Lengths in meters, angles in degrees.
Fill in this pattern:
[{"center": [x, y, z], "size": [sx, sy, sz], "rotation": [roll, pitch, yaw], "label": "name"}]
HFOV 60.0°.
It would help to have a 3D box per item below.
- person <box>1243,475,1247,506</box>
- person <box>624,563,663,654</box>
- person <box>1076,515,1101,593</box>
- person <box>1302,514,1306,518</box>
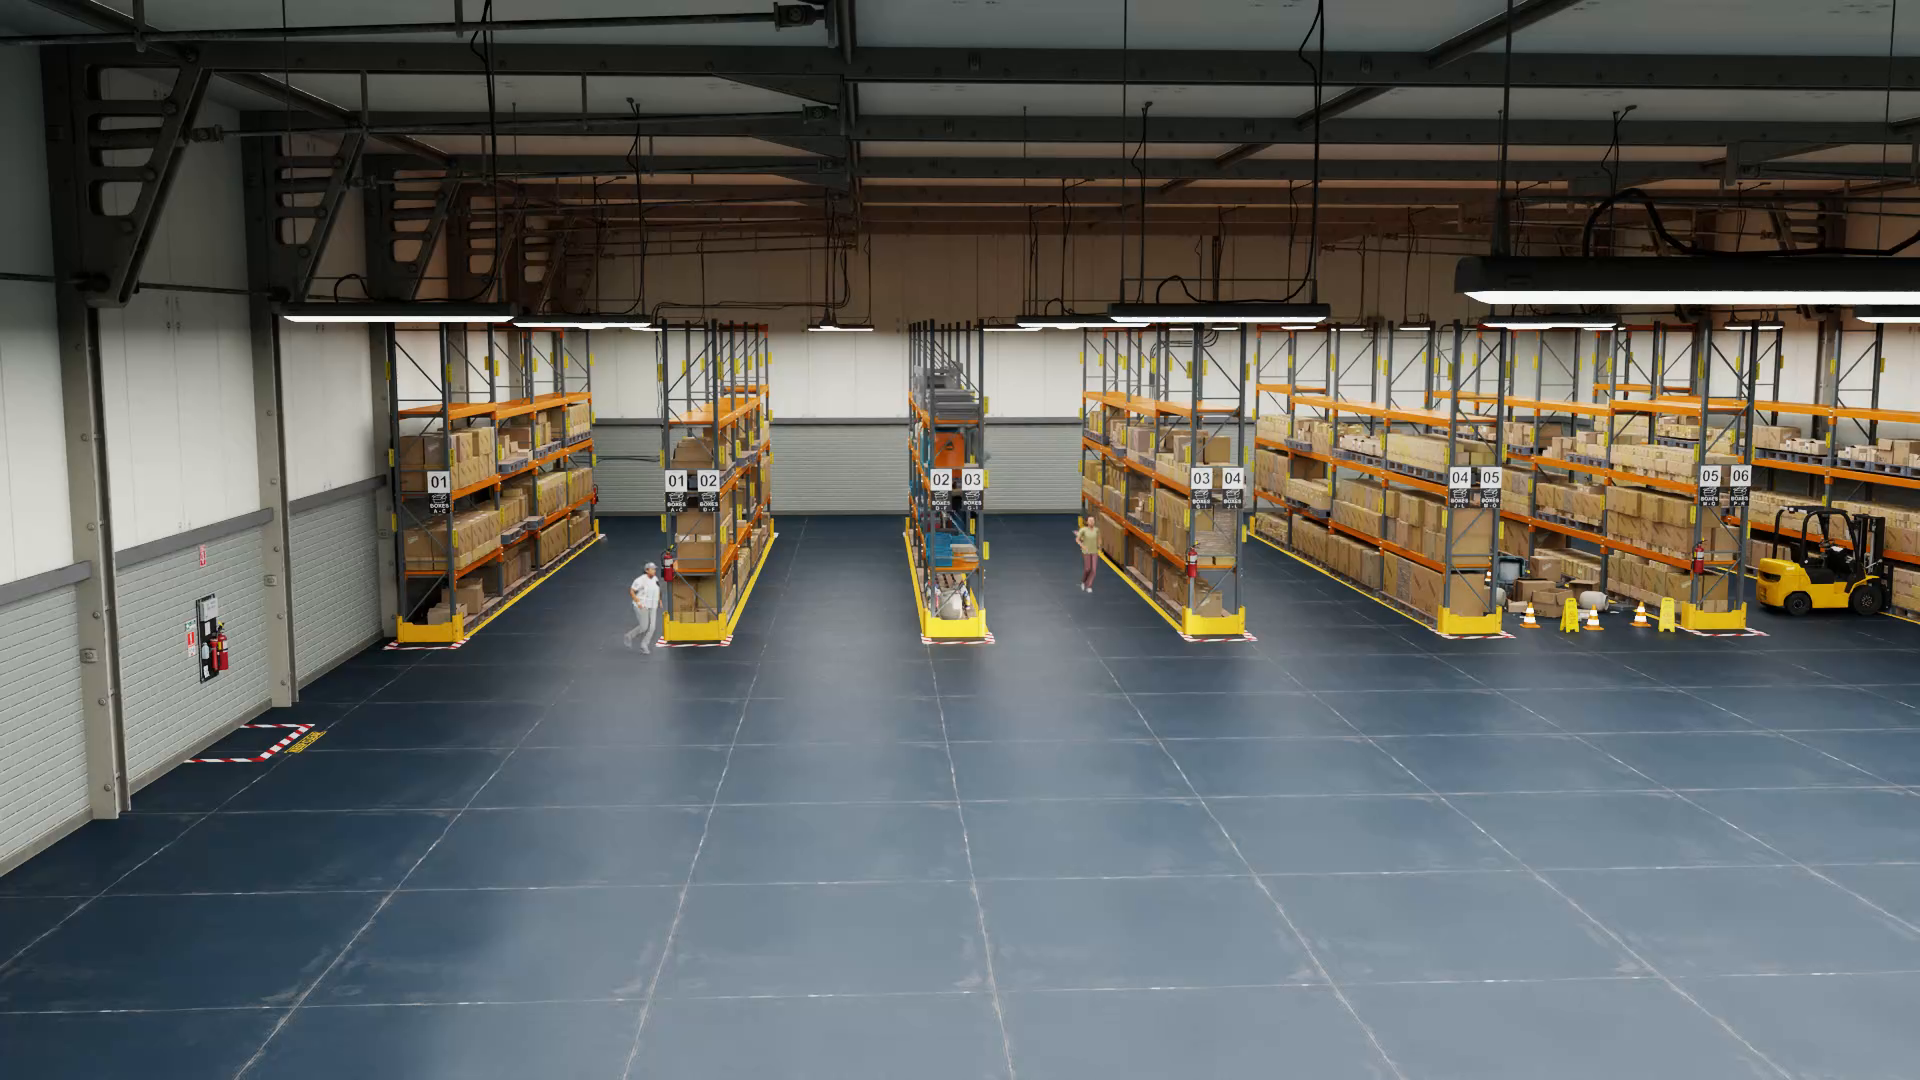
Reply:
[{"center": [8.162, -1.105, 48.758], "size": [0.499, 1.618, 0.599], "rotation": [-4, 8, -30], "label": "person"}, {"center": [-5.695, 1.214, 30.128], "size": [0.571, 1.614, 0.689], "rotation": [6, 9, 39], "label": "person"}, {"center": [2.742, 0.283, 35.148], "size": [0.566, 1.635, 0.504], "rotation": [-2, 7, -16], "label": "person"}, {"center": [10.165, -1.117, 48.424], "size": [0.769, 1.810, 0.678], "rotation": [-4, 8, -32], "label": "person"}]
